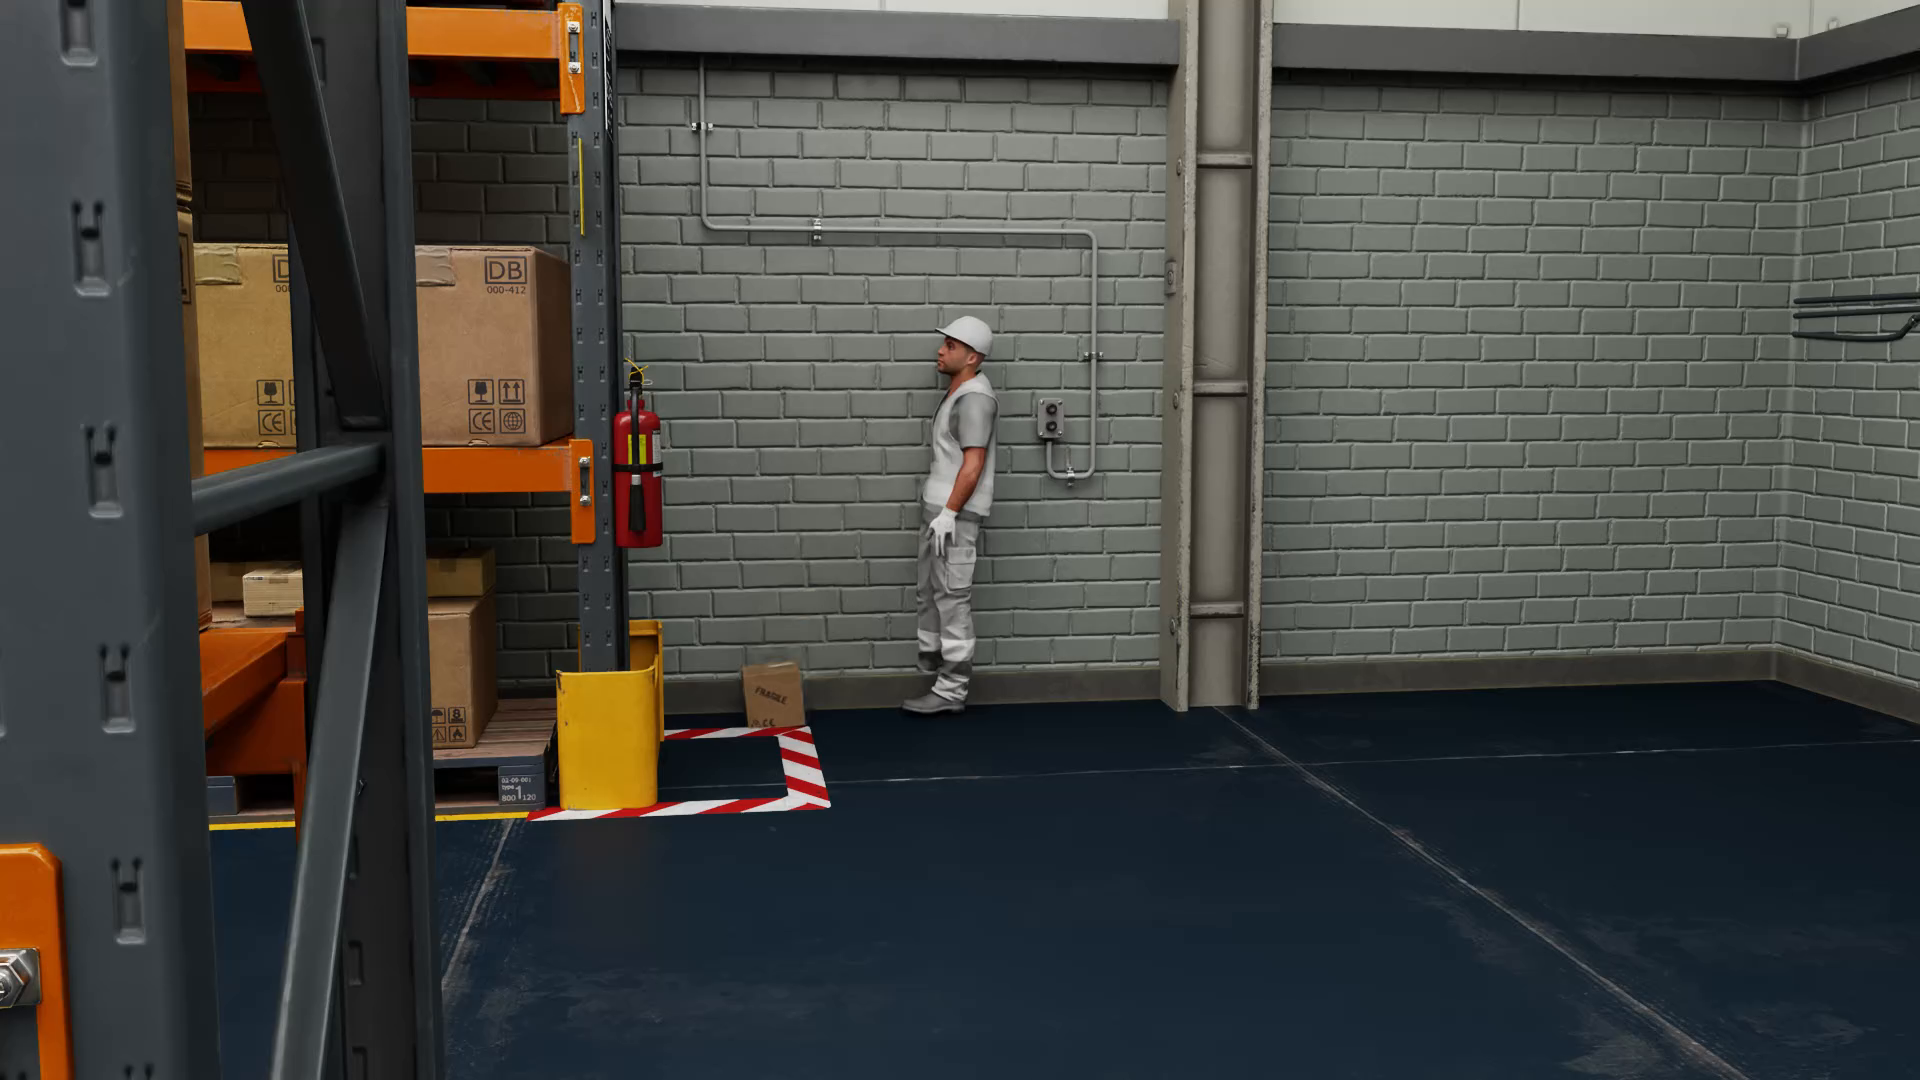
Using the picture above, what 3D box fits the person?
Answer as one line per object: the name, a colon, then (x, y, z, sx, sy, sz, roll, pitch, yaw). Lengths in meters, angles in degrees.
person: (-0.112, -0.108, 7.487, 0.566, 1.788, 0.620, -1, 6, -8)
